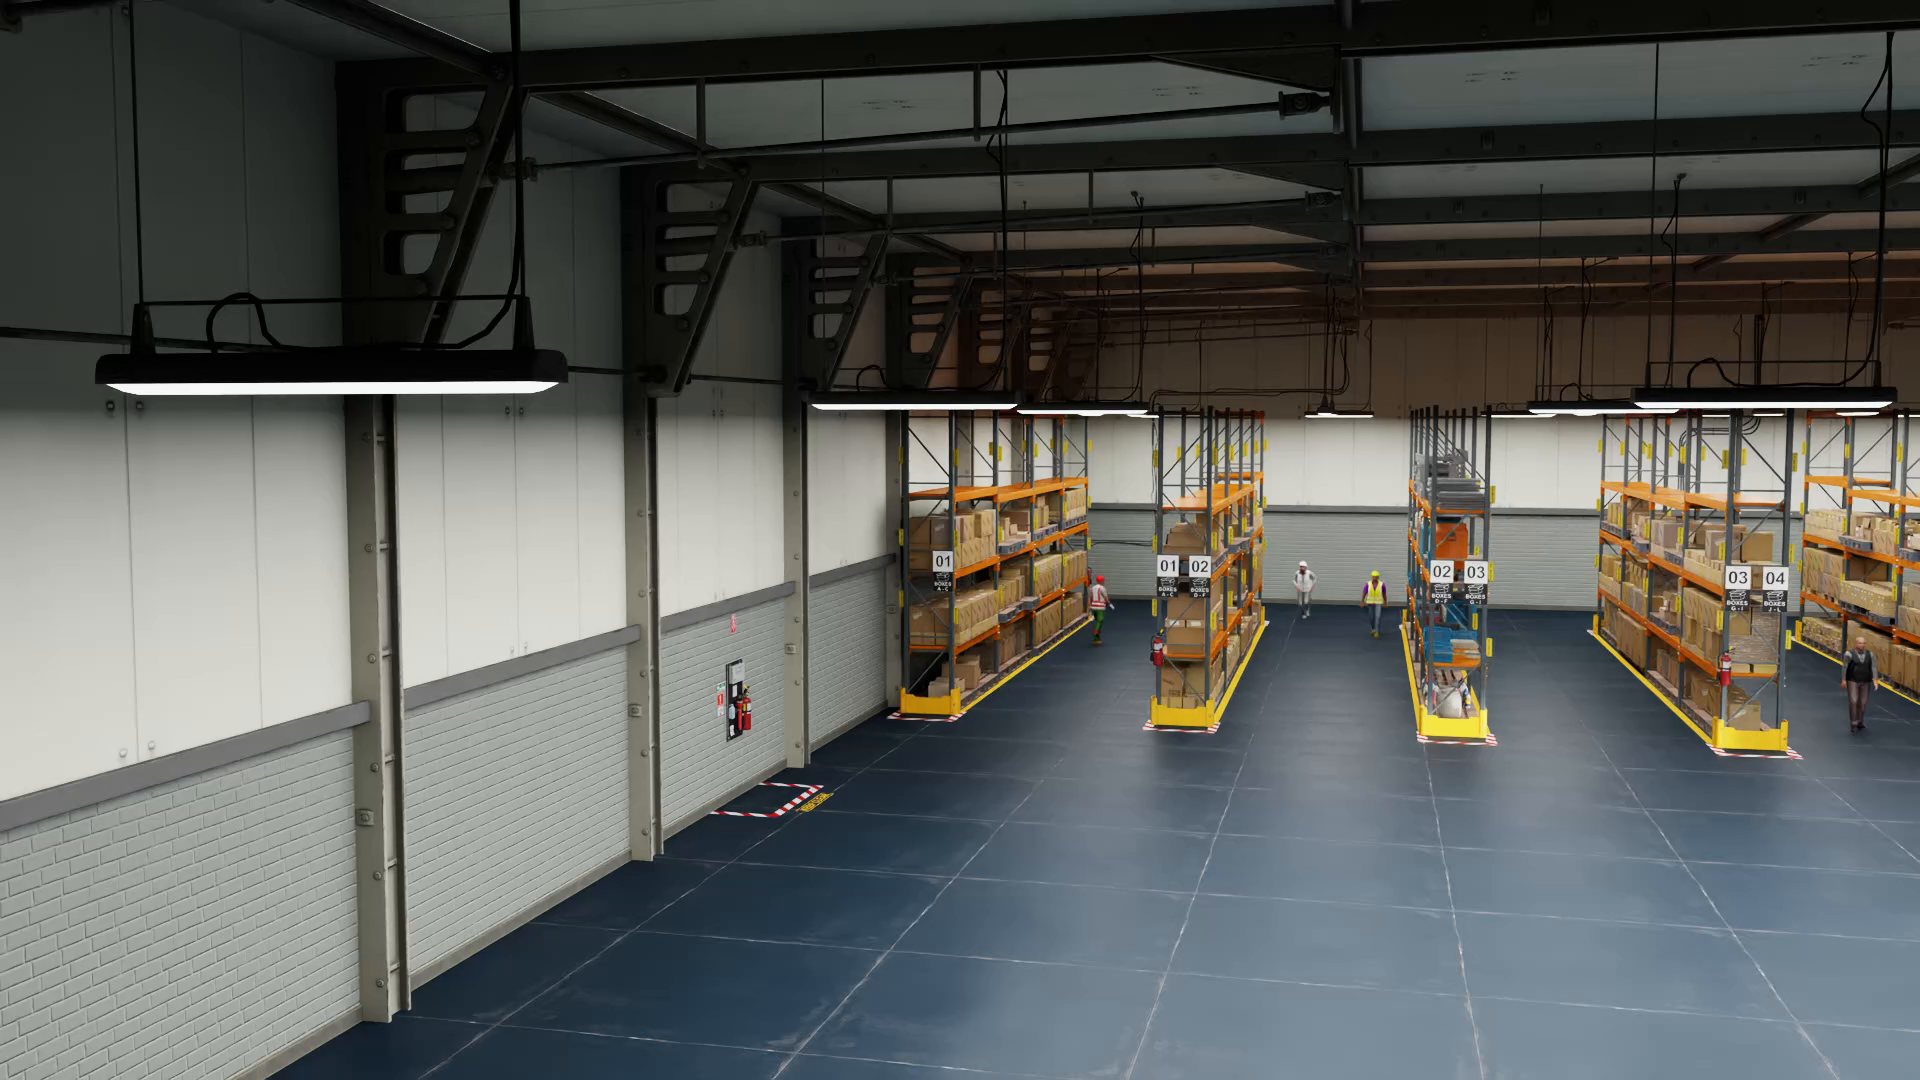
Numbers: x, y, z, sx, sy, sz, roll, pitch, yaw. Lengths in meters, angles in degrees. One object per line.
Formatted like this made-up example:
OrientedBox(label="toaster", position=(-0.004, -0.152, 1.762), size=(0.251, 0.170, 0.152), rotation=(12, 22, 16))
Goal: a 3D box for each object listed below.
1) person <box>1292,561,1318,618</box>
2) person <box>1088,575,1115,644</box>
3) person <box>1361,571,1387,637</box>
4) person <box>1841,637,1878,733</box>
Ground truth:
OrientedBox(label="person", position=(9.960, 1.441, 48.004), size=(0.694, 1.682, 0.716), rotation=(2, 4, 22))
OrientedBox(label="person", position=(3.560, 1.779, 42.672), size=(0.711, 1.759, 0.616), rotation=(-3, 5, -37))
OrientedBox(label="person", position=(10.957, 1.684, 44.026), size=(0.651, 1.714, 1.022), rotation=(1, 4, 19))
OrientedBox(label="person", position=(16.655, 2.666, 30.759), size=(0.581, 1.752, 0.616), rotation=(1, 4, 11))
